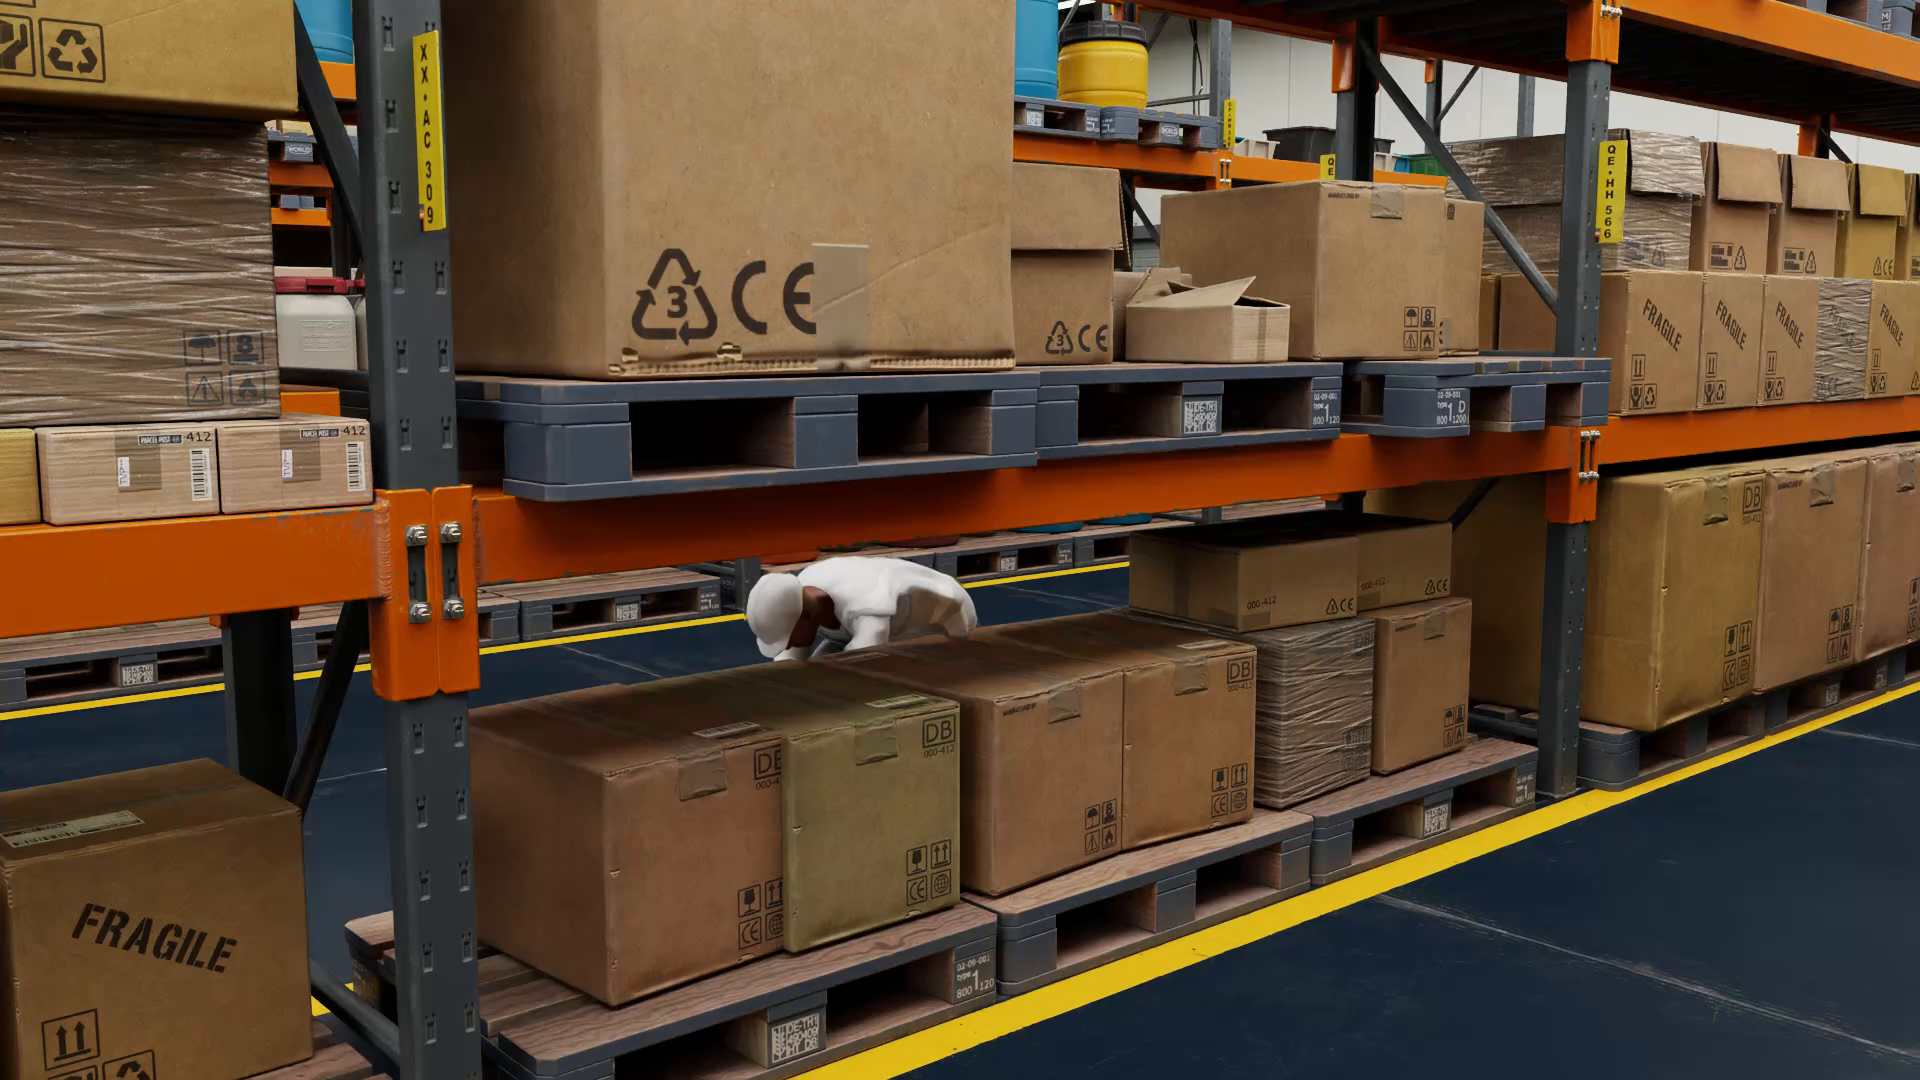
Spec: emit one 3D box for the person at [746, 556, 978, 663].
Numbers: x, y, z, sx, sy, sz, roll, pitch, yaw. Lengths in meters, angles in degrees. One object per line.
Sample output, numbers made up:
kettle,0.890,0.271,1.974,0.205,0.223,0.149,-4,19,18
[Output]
person,-0.357,0.472,5.927,0.970,0.808,0.526,-7,10,-42
